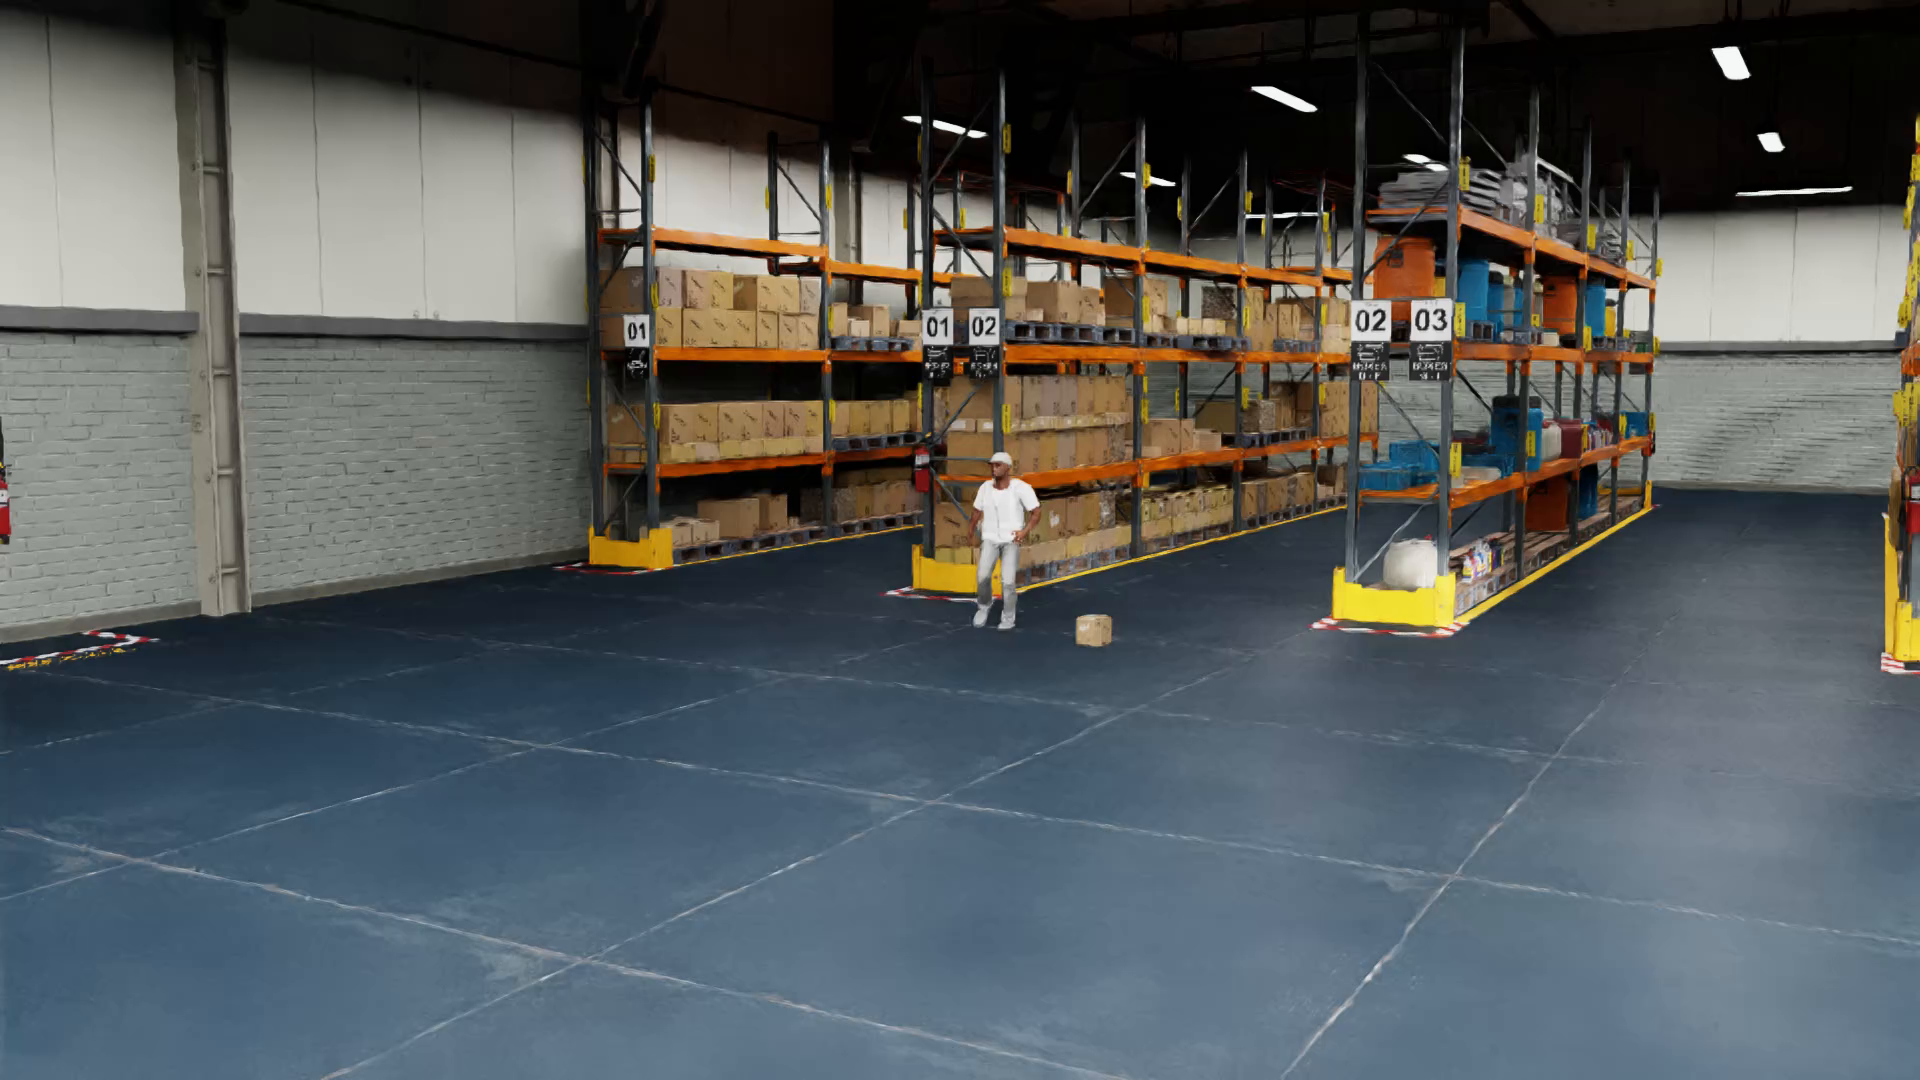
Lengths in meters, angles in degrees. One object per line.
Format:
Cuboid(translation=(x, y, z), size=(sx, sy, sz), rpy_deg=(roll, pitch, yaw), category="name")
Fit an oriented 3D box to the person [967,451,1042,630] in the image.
Cuboid(translation=(0.418, 0.011, 16.079), size=(0.739, 1.731, 0.531), rpy_deg=(2, 6, 14), category="person")
